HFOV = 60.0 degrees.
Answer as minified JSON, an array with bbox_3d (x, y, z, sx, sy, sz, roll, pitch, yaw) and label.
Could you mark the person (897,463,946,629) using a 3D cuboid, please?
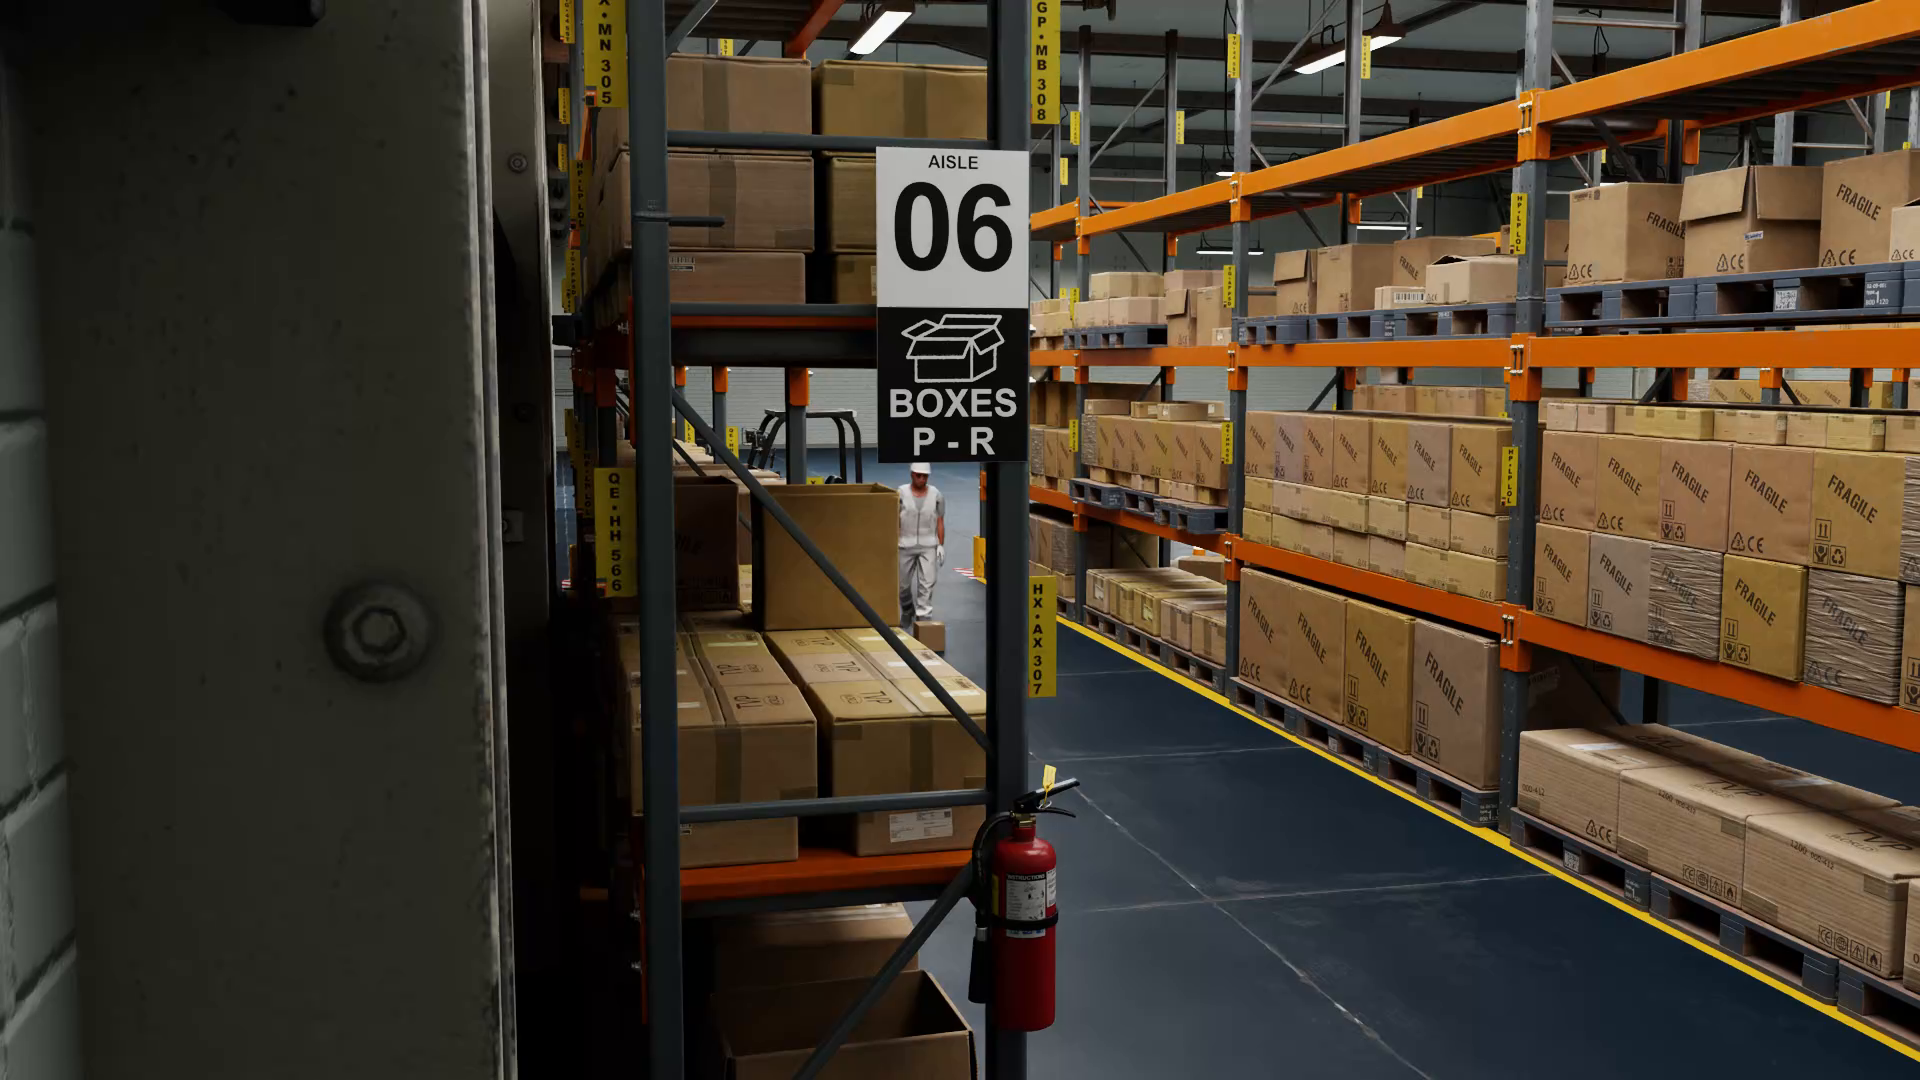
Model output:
[{"bbox_3d":[-0.413,0.089,15.940,0.554,1.770,0.869,0,6,-4],"label":"person"}]
